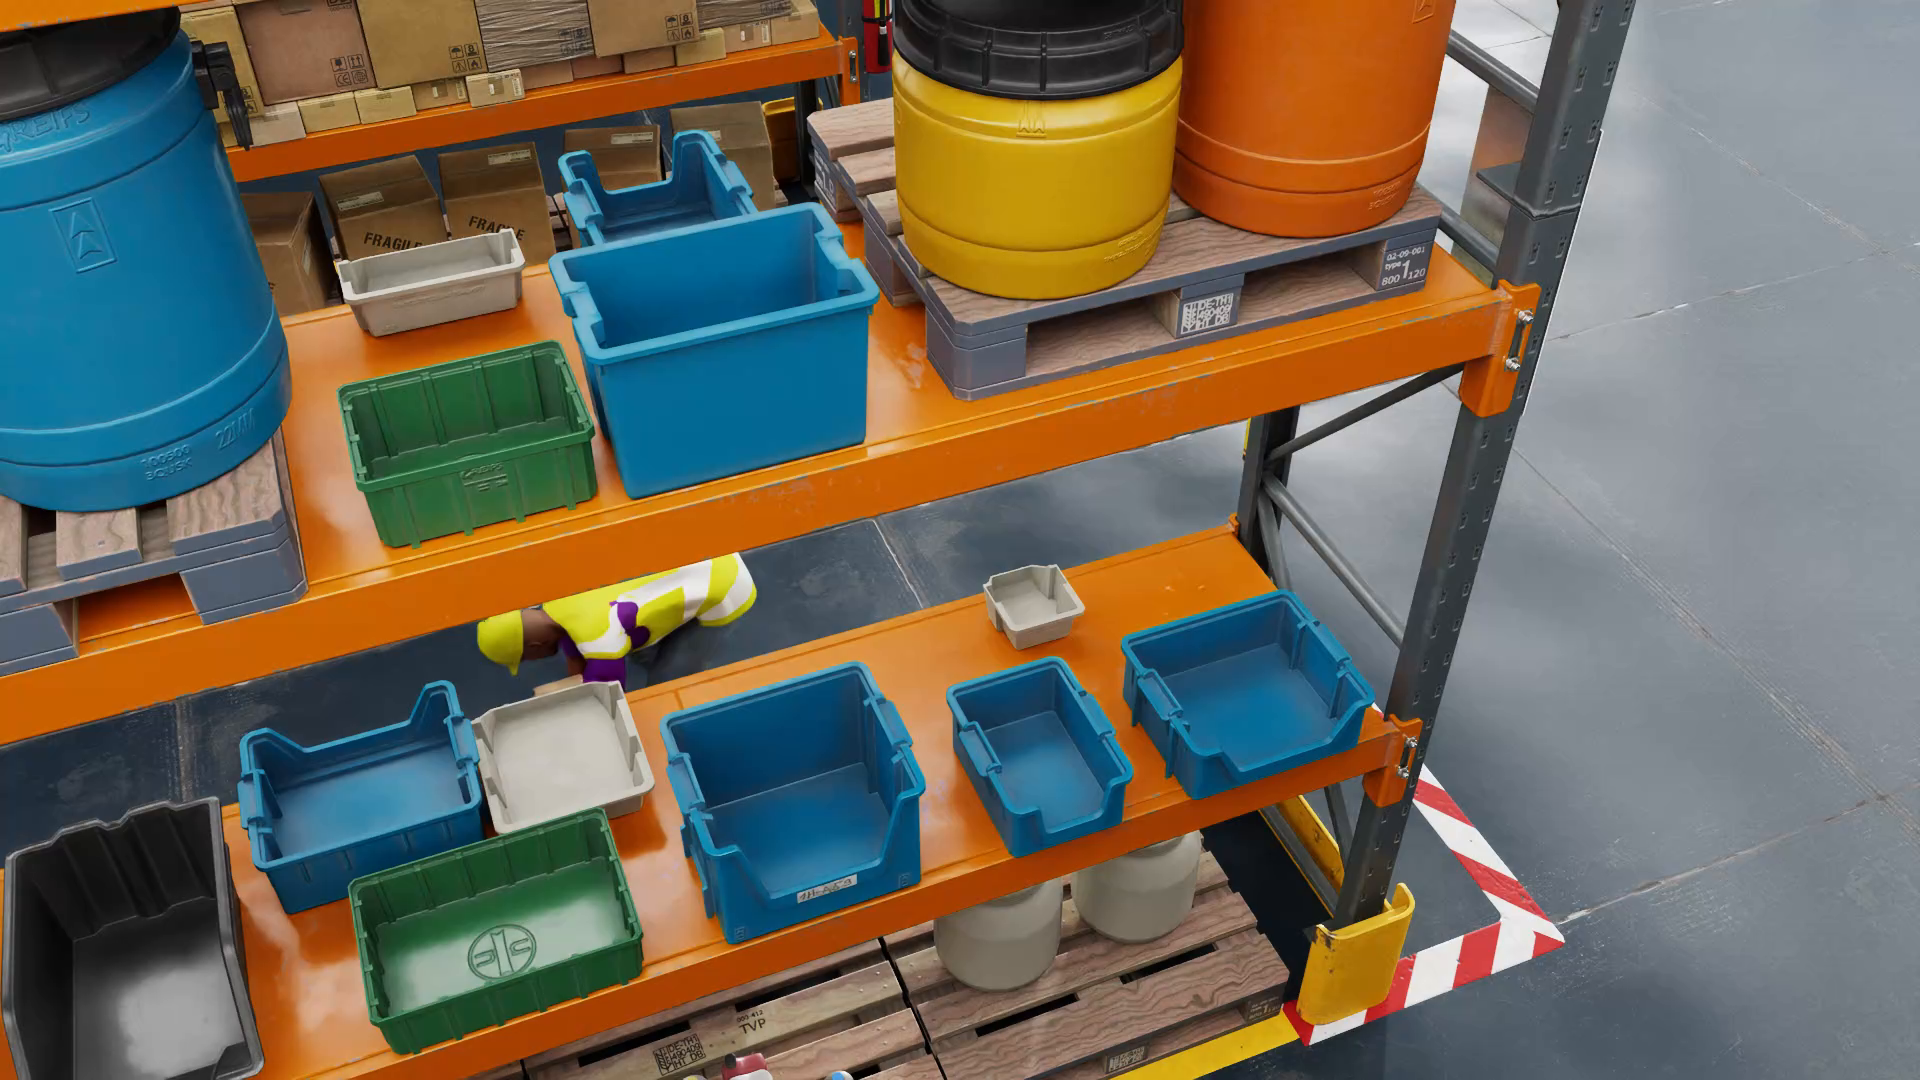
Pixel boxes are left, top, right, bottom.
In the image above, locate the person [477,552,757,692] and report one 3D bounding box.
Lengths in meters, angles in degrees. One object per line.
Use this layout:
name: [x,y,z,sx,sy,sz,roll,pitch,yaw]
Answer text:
person: [-1.219,0.482,6.122,0.982,1.065,0.489,-17,44,-18]
